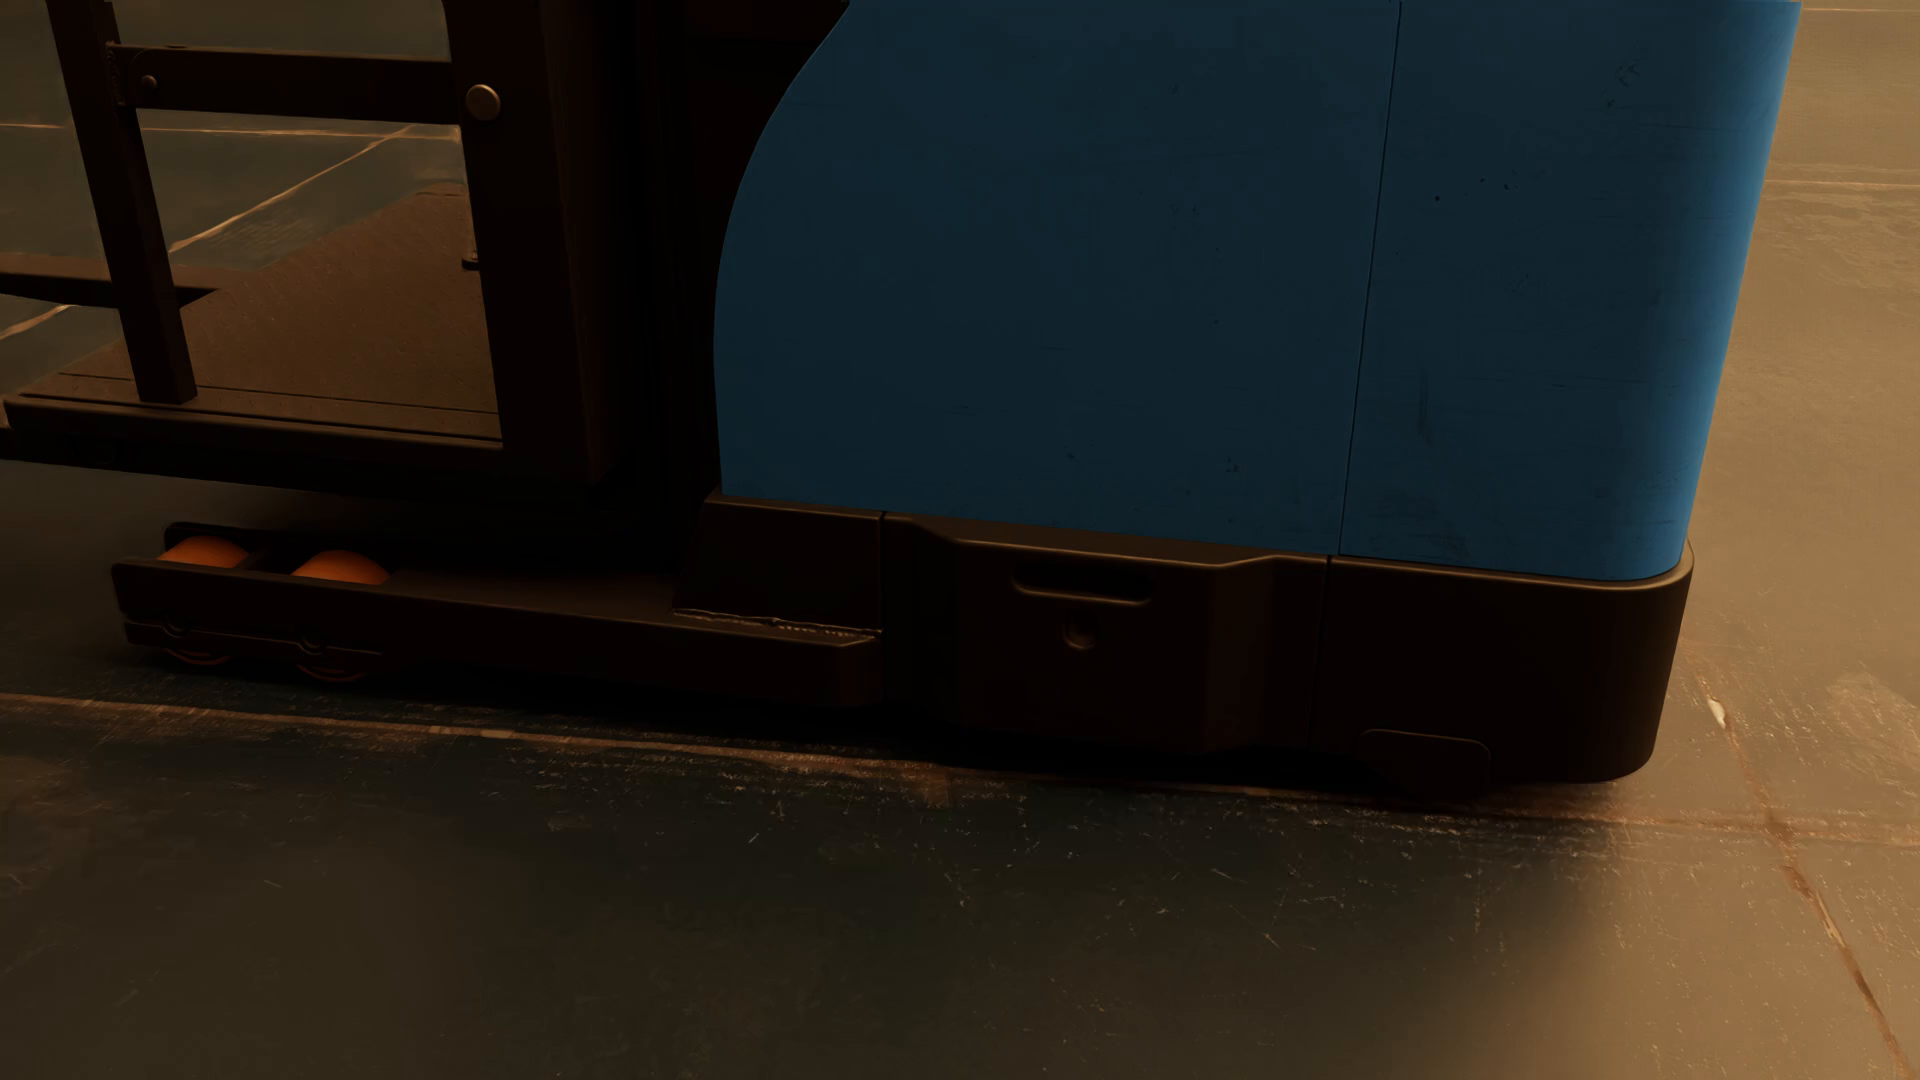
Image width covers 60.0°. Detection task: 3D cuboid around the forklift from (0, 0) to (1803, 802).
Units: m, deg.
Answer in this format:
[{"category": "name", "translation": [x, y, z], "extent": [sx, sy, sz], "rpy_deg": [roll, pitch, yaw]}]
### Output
[{"category": "forklift", "translation": [-0.601, -1.351, 1.925], "extent": [3.031, 2.935, 1.130], "rpy_deg": [6, 27, 11]}]
